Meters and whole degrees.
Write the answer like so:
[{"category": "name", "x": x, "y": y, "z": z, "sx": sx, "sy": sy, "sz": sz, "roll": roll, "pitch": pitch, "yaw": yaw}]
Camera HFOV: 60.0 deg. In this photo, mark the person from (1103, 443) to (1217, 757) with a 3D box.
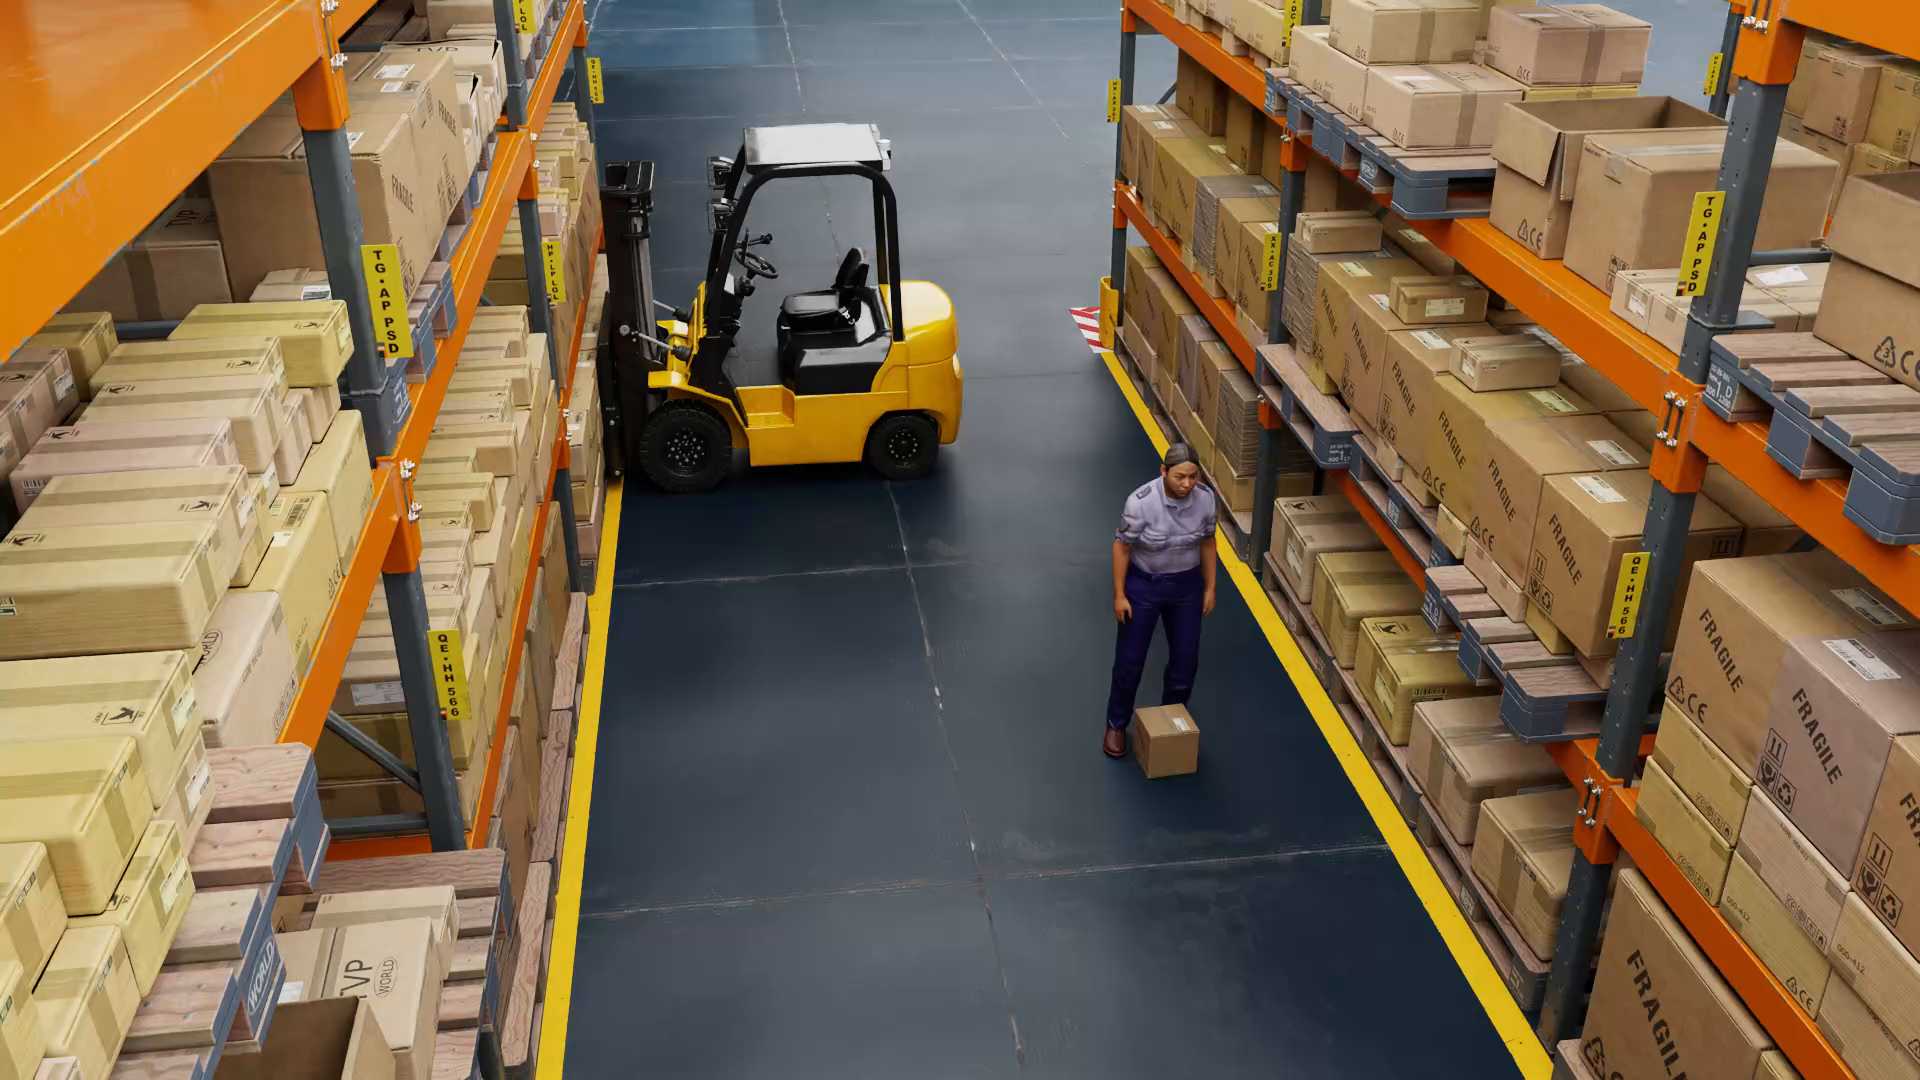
[{"category": "person", "x": 0.989, "y": 0.283, "z": 8.079, "sx": 0.564, "sy": 1.652, "sz": 0.389, "roll": -5, "pitch": 28, "yaw": -10}]
